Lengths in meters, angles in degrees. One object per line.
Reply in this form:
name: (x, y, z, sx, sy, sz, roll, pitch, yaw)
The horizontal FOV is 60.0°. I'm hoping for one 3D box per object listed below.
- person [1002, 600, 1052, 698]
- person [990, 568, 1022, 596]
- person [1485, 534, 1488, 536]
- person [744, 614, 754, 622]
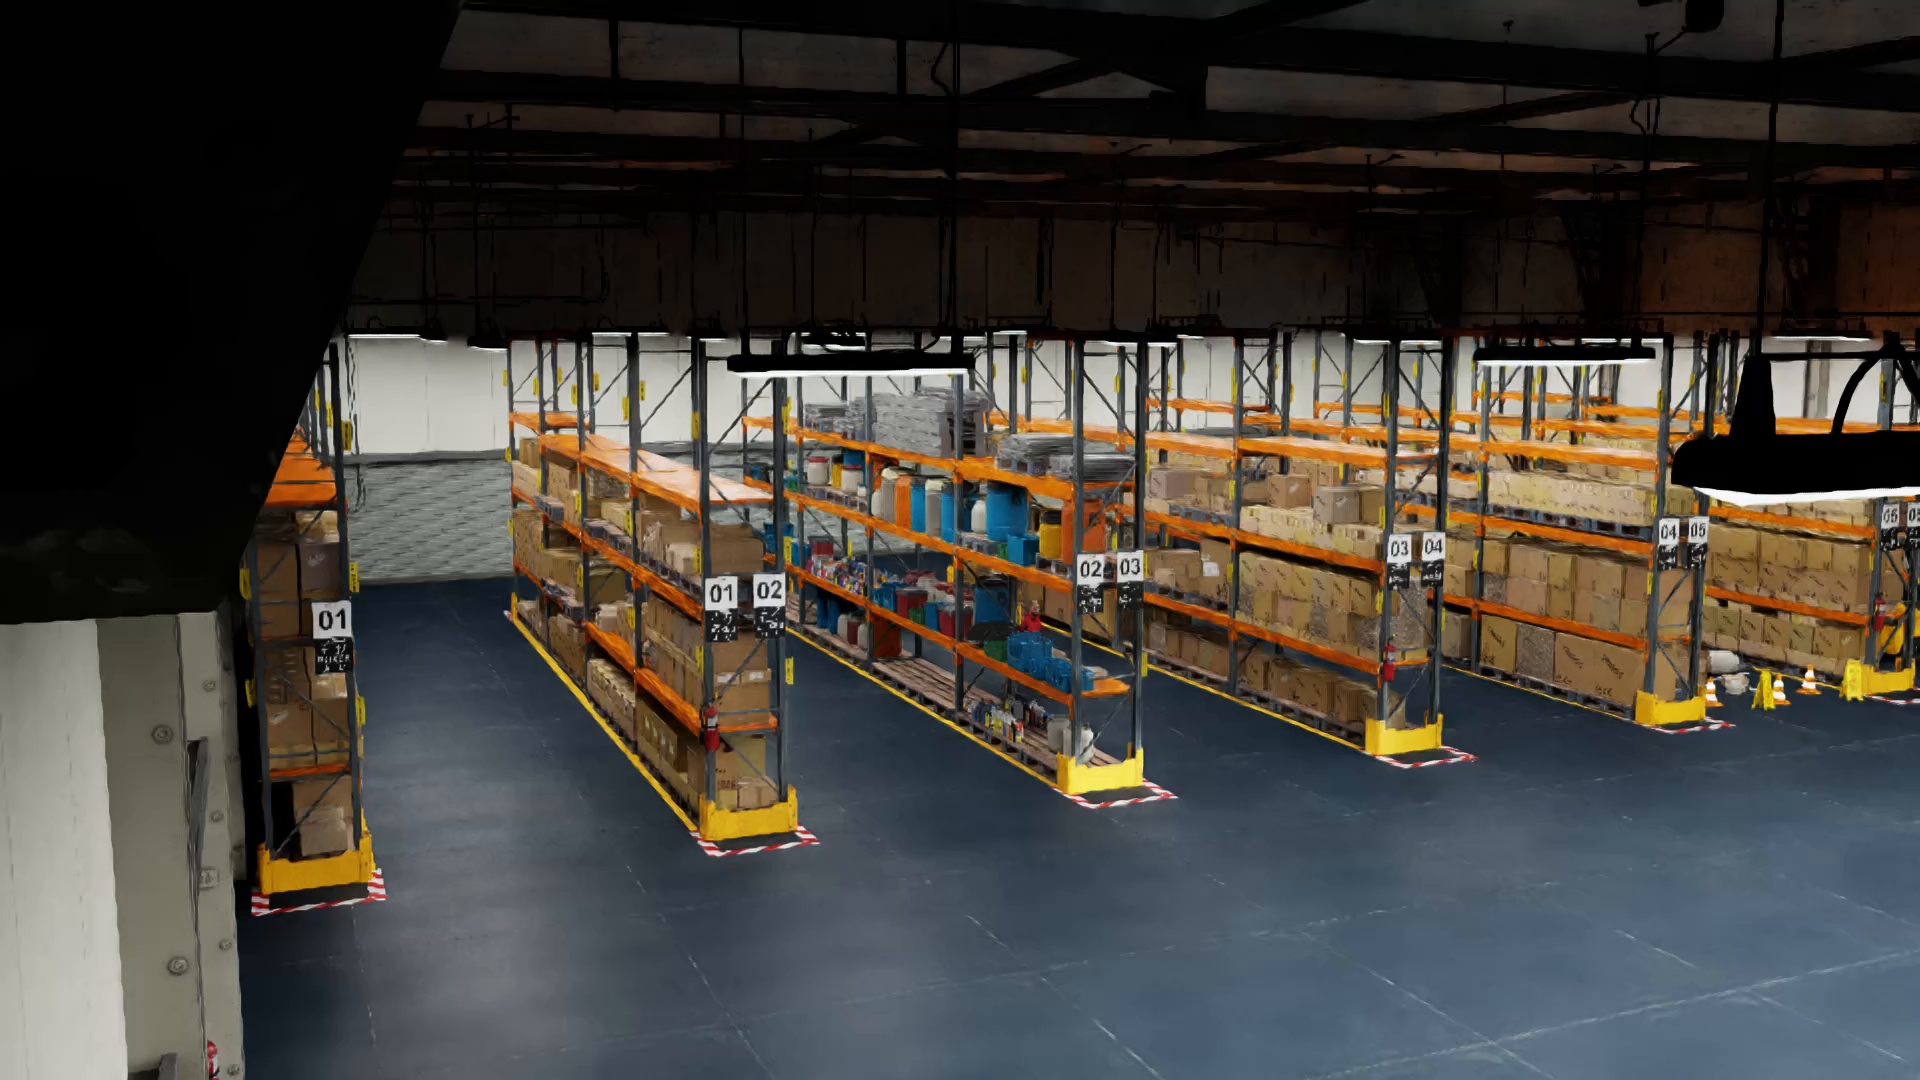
person: (1.121, 1.782, 27.383, 0.691, 1.658, 0.860, -7, 10, -40)
person: (0.930, 0.985, 33.156, 0.682, 1.711, 0.536, -4, 9, -24)
person: (10.841, 0.756, 34.431, 0.618, 1.776, 0.457, 6, 10, 38)
person: (-3.672, 1.503, 29.753, 0.626, 1.610, 0.578, -4, 9, -25)
